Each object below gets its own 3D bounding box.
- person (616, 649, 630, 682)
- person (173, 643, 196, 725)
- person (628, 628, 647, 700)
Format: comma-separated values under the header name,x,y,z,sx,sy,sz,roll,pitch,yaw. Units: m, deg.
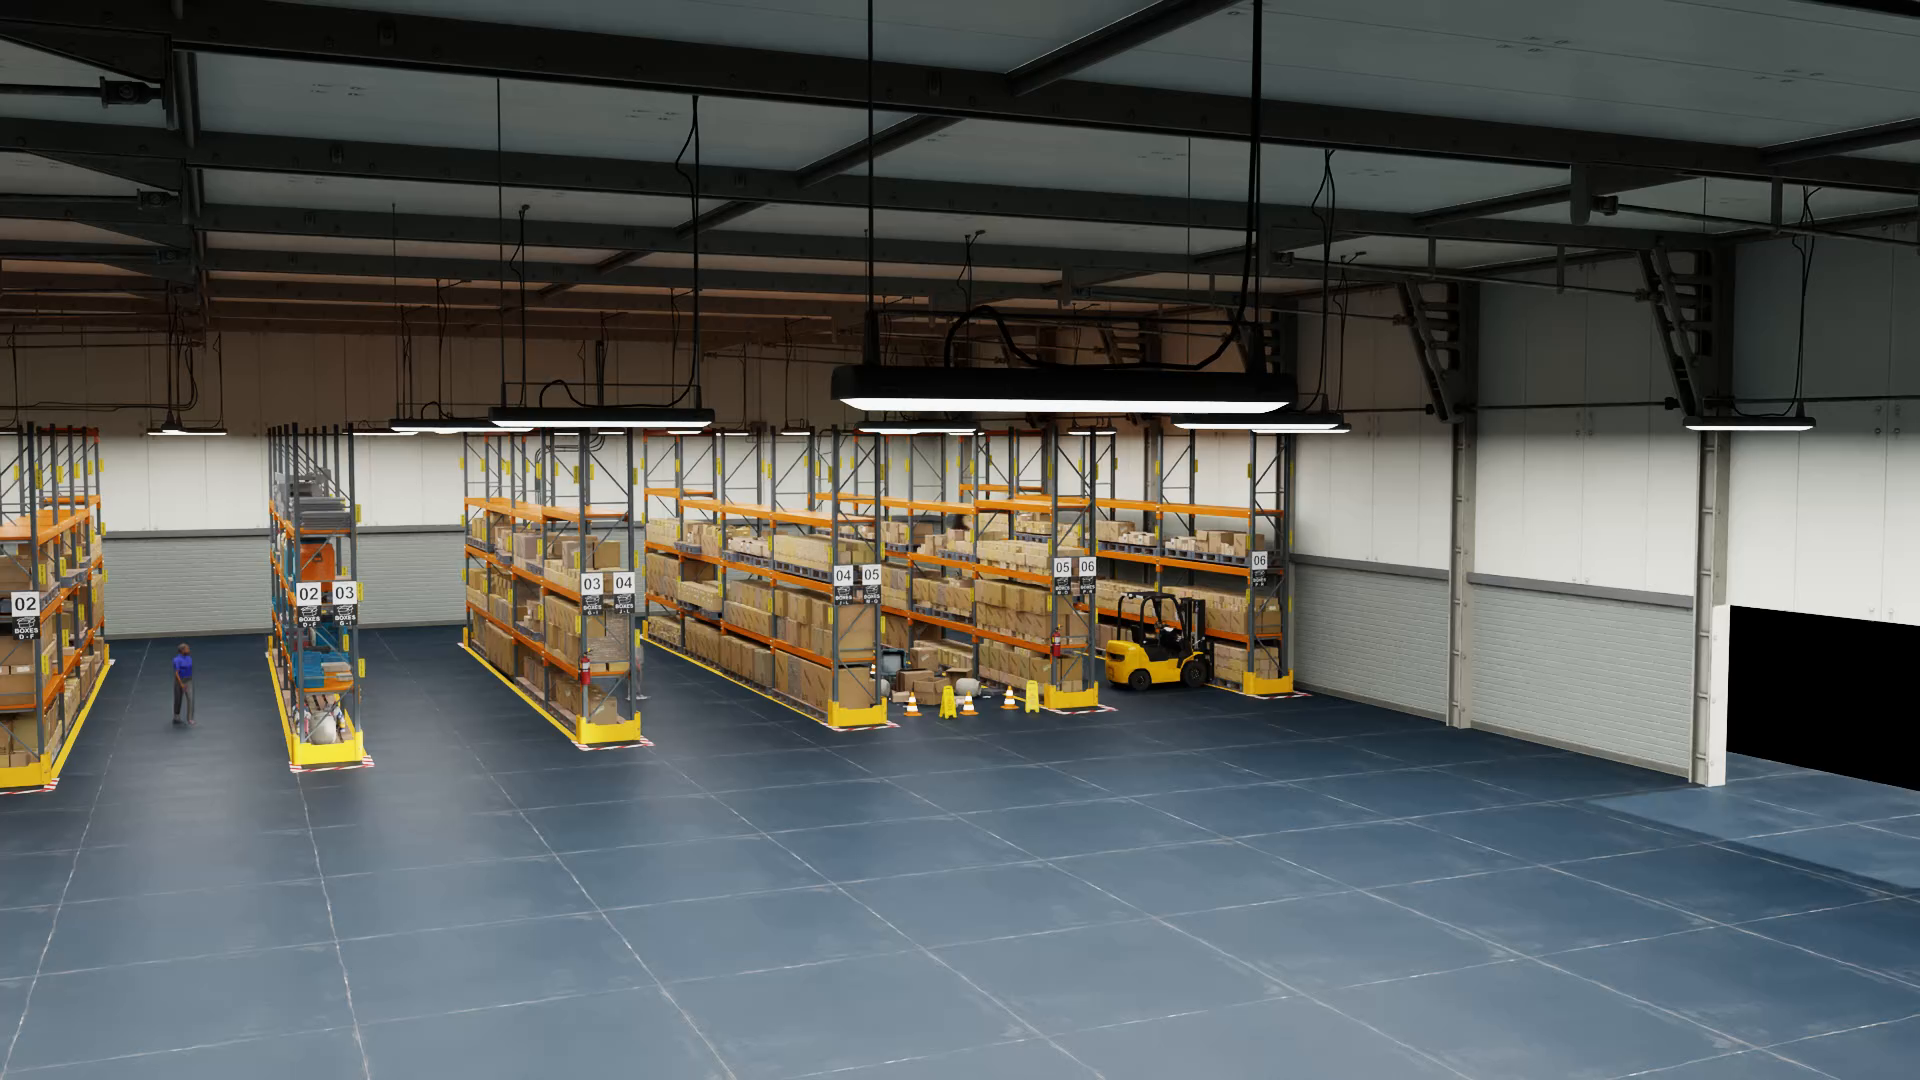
name,x,y,z,sx,sy,sz,roll,pitch,yaw
person,-7.821,2.455,38.763,0.536,1.748,0.987,-2,4,-25
person,-15.586,2.911,33.377,0.388,1.534,0.939,-2,4,-34
person,-7.075,2.709,36.354,0.384,1.594,0.465,0,4,8
